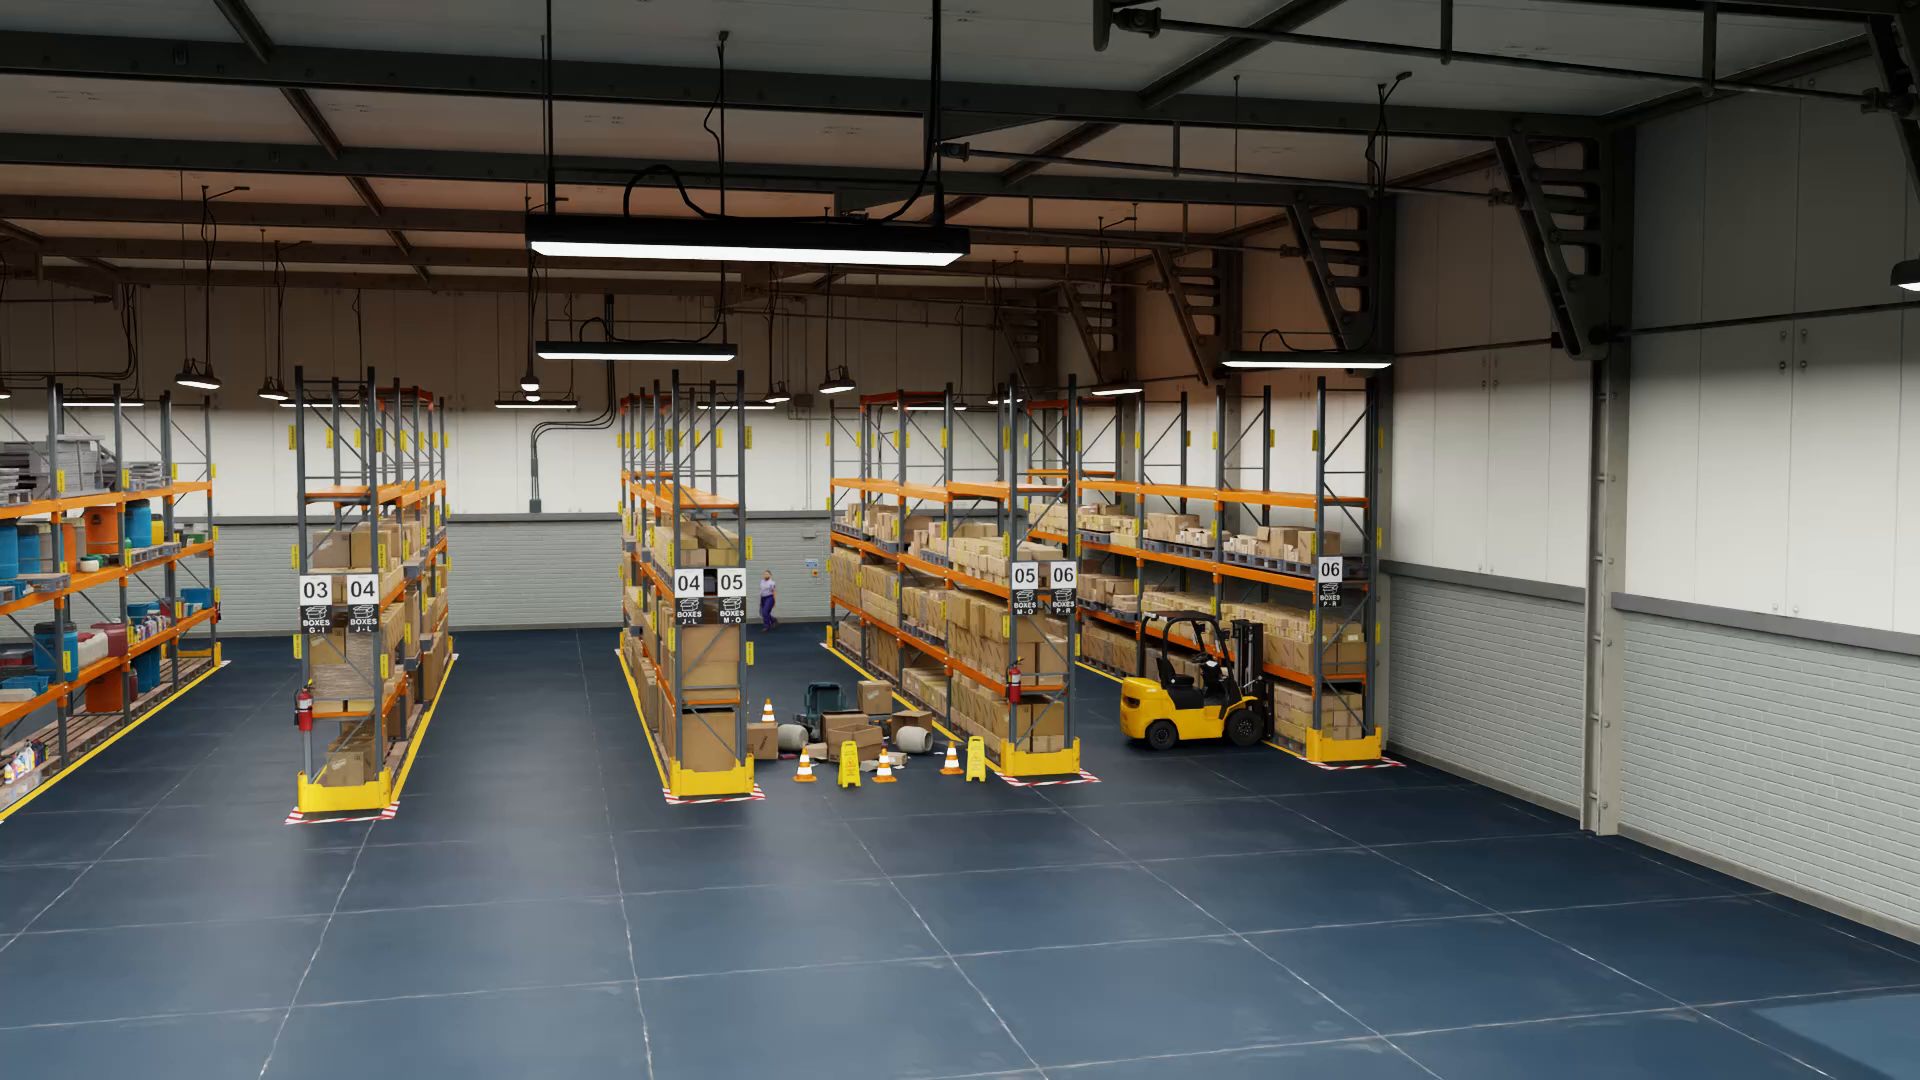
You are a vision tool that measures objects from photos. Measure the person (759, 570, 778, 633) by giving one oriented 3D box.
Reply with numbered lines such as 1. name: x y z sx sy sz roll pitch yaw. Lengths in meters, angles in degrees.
1. person: -4.989 1.586 43.377 0.464 1.620 0.725 3 5 45

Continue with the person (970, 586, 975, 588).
1. person: 0.369 1.767 40.049 0.633 1.705 0.615 1 4 23
